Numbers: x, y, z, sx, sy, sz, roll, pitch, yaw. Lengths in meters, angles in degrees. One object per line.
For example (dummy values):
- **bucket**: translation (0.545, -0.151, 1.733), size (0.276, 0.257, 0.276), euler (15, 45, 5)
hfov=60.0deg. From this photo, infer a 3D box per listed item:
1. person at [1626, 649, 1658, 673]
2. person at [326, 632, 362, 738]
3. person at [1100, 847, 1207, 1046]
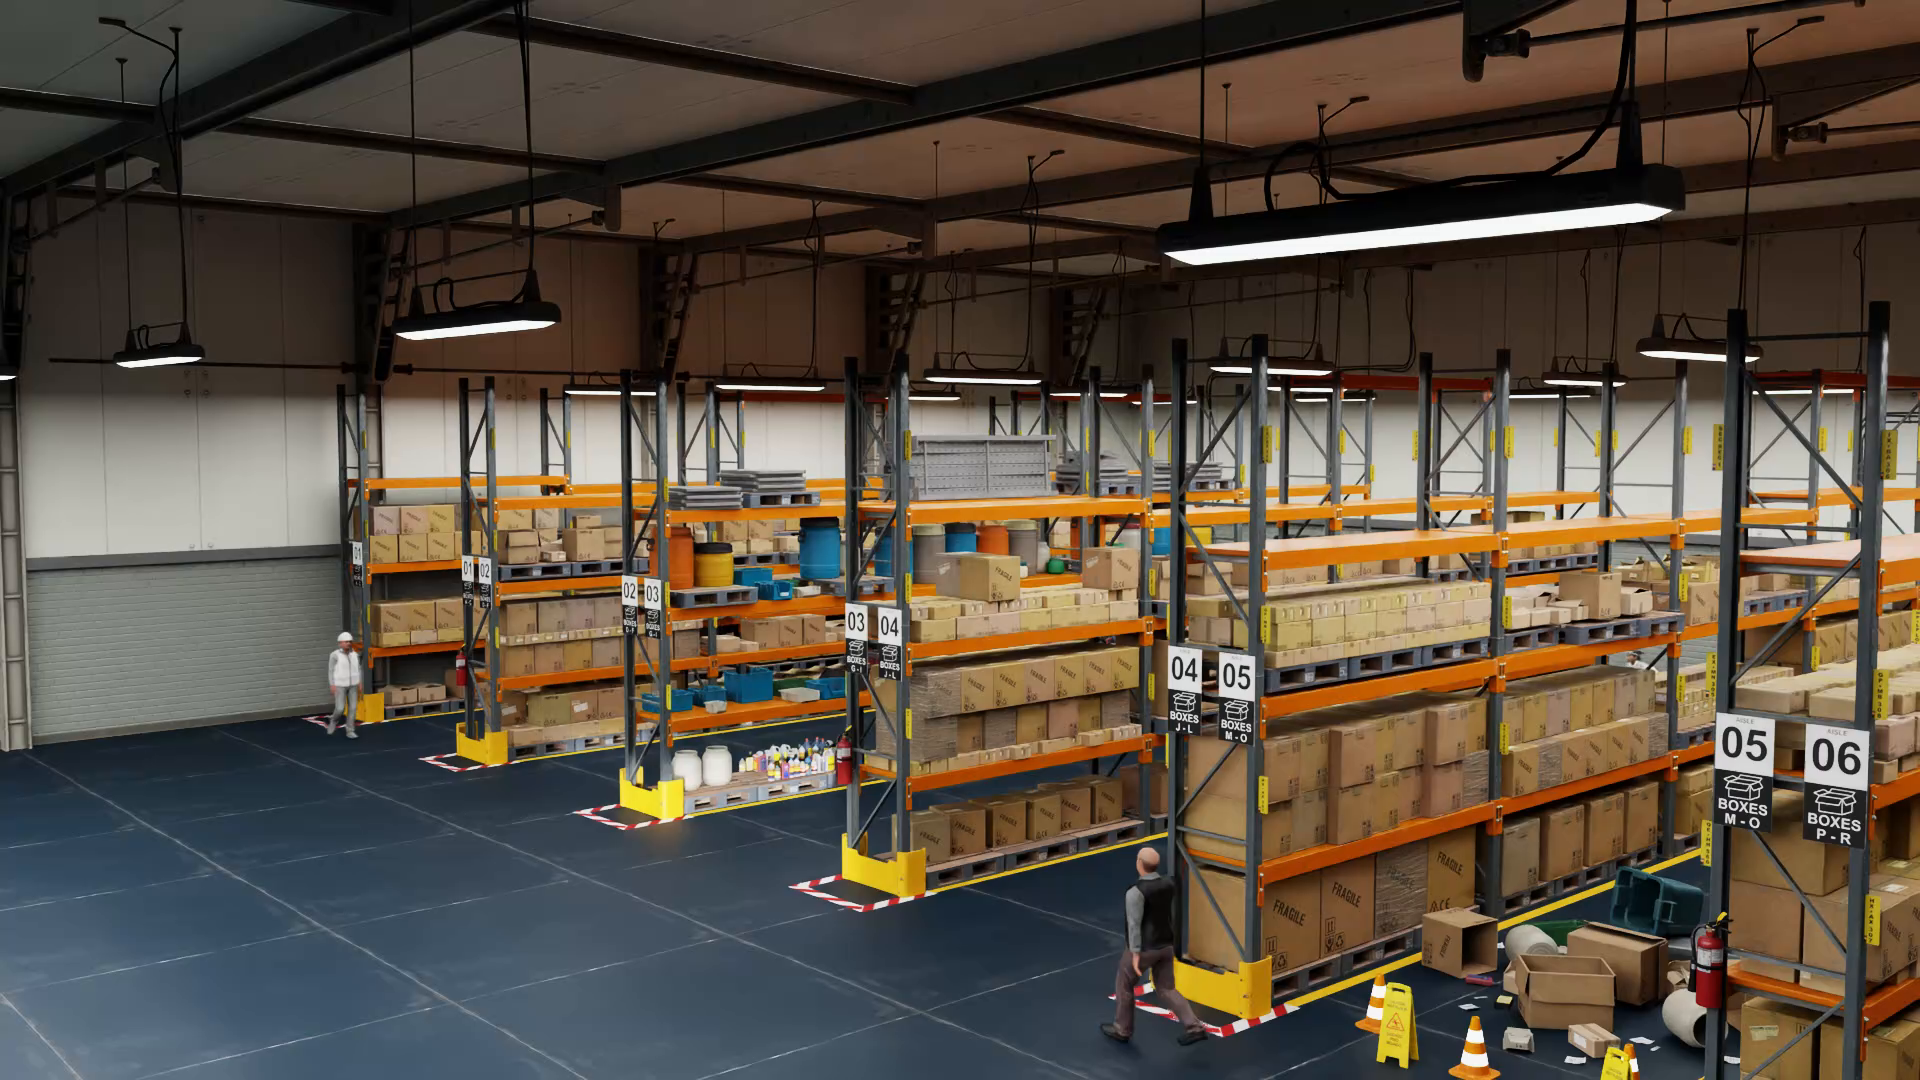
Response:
- **person**: translation (11.335, 2.557, 27.613), size (0.680, 1.600, 0.672), euler (-2, 4, -32)
- **person**: translation (-10.327, 2.432, 27.902), size (0.532, 1.762, 0.555), euler (4, 5, 44)
- **person**: translation (1.597, 3.407, 13.872), size (0.543, 1.686, 0.999), euler (-3, 5, -42)
